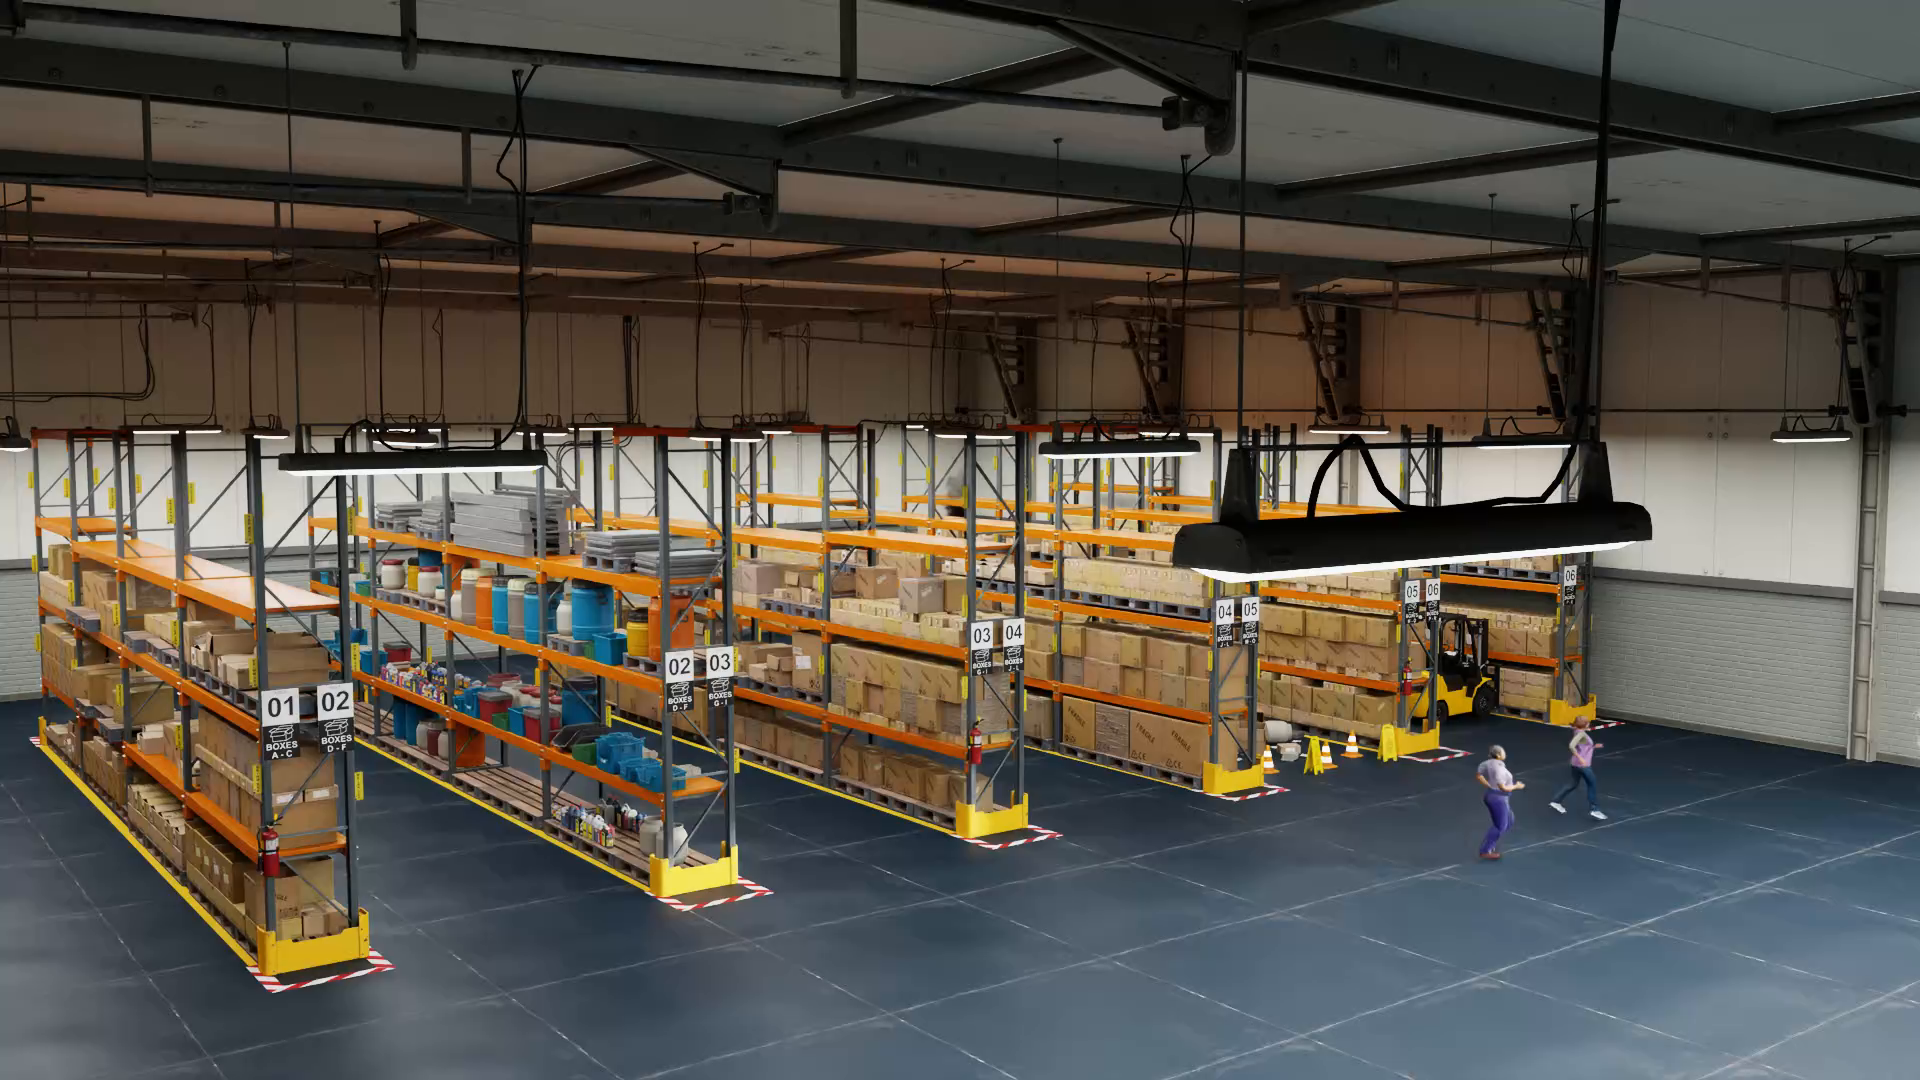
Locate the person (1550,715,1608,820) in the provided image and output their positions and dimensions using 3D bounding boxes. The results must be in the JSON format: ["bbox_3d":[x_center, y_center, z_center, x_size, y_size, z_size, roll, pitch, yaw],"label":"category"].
[{"bbox_3d":[9.572,3.500,25.672,0.843,1.603,0.524,0,4,6],"label":"person"}]

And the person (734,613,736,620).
[{"bbox_3d":[-5.735,2.235,41.703,0.903,1.611,0.621,0,4,-1],"label":"person"}]

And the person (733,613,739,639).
[{"bbox_3d":[-5.282,2.481,38.105,0.701,1.755,0.869,-4,6,-42],"label":"person"}]

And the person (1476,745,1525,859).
[{"bbox_3d":[7.608,3.685,23.407,0.603,1.636,0.588,0,4,0],"label":"person"}]
